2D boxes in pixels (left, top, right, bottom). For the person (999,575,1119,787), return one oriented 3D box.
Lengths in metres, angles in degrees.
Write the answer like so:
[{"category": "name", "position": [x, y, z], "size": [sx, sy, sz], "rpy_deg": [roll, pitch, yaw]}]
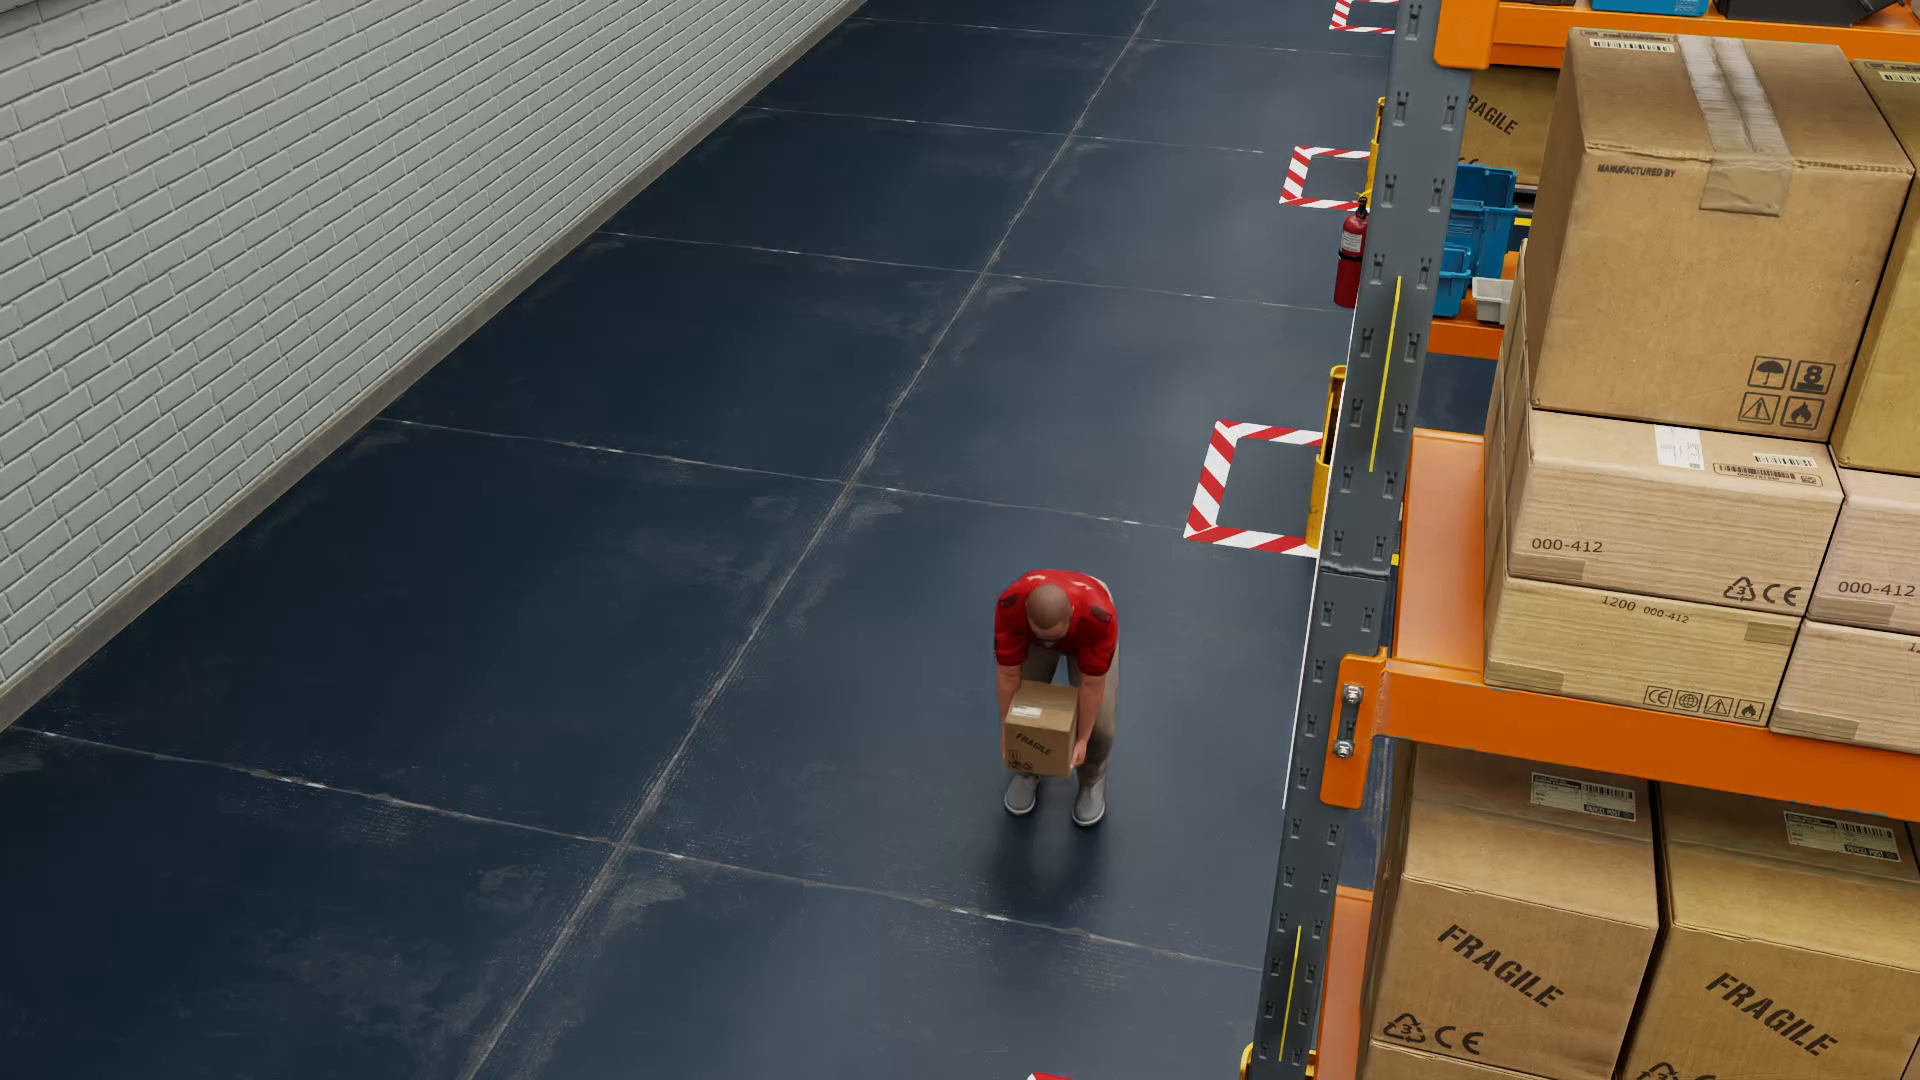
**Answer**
[{"category": "person", "position": [0.370, 0.580, 6.537], "size": [0.482, 1.255, 0.821], "rpy_deg": [7, 33, 11]}]
